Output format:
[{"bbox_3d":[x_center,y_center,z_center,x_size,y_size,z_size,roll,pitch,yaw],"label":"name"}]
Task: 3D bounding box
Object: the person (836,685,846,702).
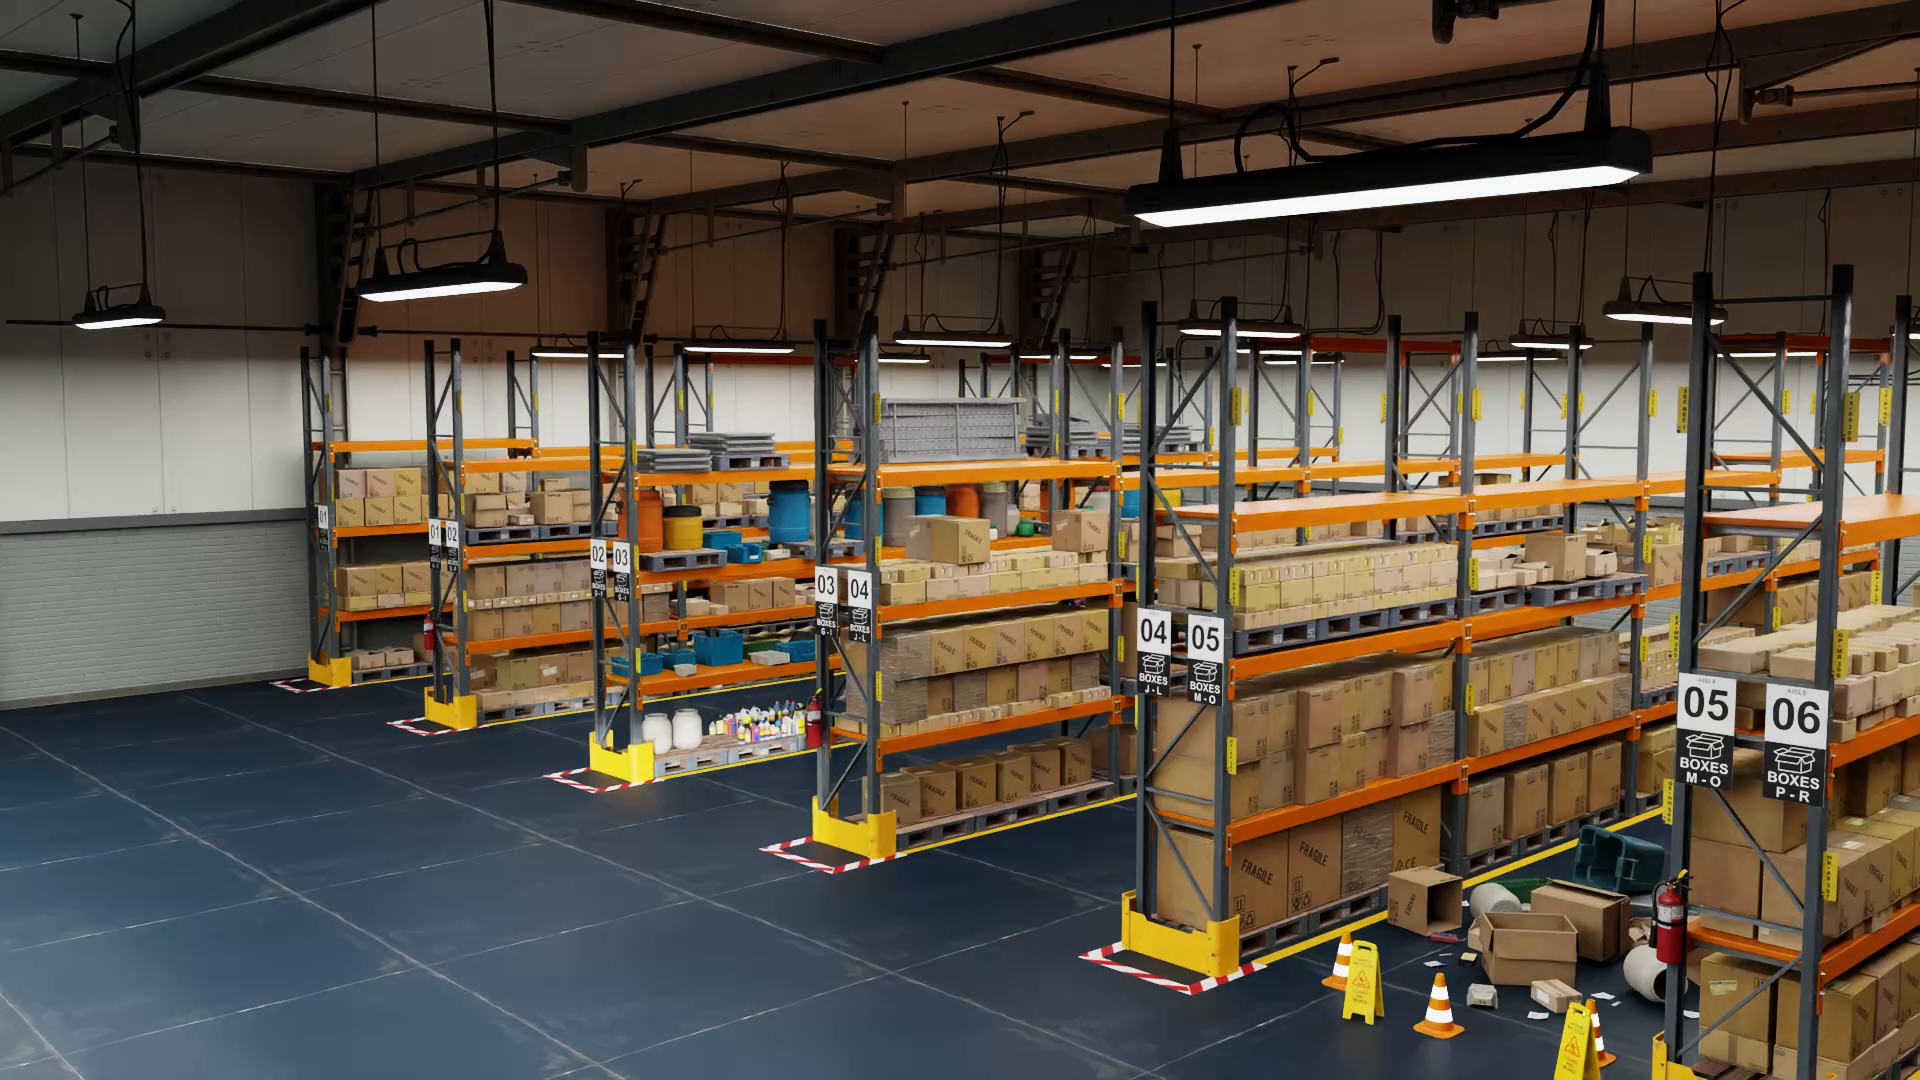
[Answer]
[{"bbox_3d":[-1.794,1.836,28.001,0.546,1.693,1.029,3,6,32],"label":"person"}]
